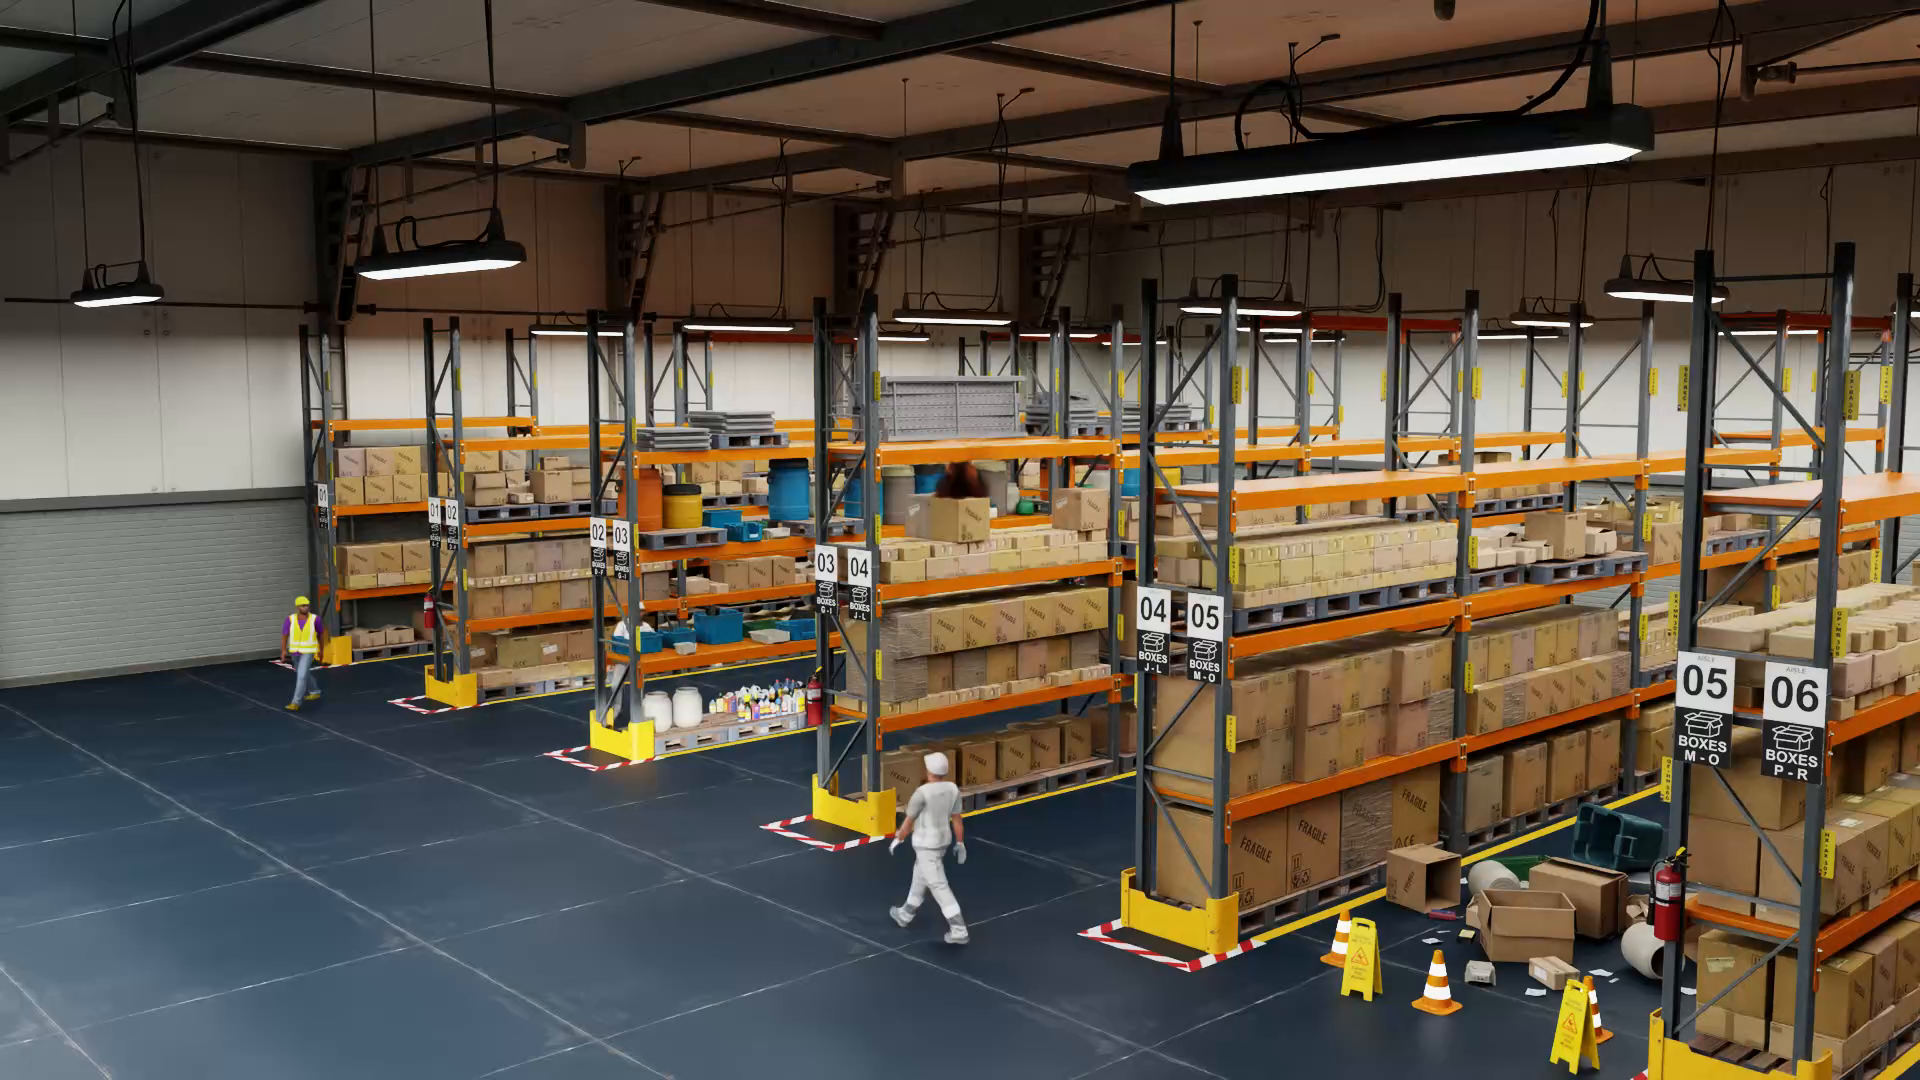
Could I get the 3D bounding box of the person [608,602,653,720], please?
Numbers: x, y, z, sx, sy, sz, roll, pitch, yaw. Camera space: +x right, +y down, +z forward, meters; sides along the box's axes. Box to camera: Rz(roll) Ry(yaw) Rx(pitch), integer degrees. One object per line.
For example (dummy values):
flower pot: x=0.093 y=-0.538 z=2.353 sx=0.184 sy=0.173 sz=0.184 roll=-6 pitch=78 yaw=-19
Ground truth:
person: x=-4.878 y=1.811 z=24.652 sx=0.711 sy=1.774 sz=0.497 roll=-1 pitch=6 yaw=-9

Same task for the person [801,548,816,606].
person: x=-2.920 y=0.994 z=32.917 sx=0.398 sy=1.681 sz=0.539 roll=5 pitch=8 yaw=41

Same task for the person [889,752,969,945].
person: x=-0.323 y=2.765 z=15.126 sx=1.041 sy=1.731 sz=0.525 roll=3 pitch=7 yaw=31

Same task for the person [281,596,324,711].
person: x=-10.154 y=1.729 z=25.565 sx=0.491 sy=1.722 sz=1.062 roll=1 pitch=6 yaw=14
